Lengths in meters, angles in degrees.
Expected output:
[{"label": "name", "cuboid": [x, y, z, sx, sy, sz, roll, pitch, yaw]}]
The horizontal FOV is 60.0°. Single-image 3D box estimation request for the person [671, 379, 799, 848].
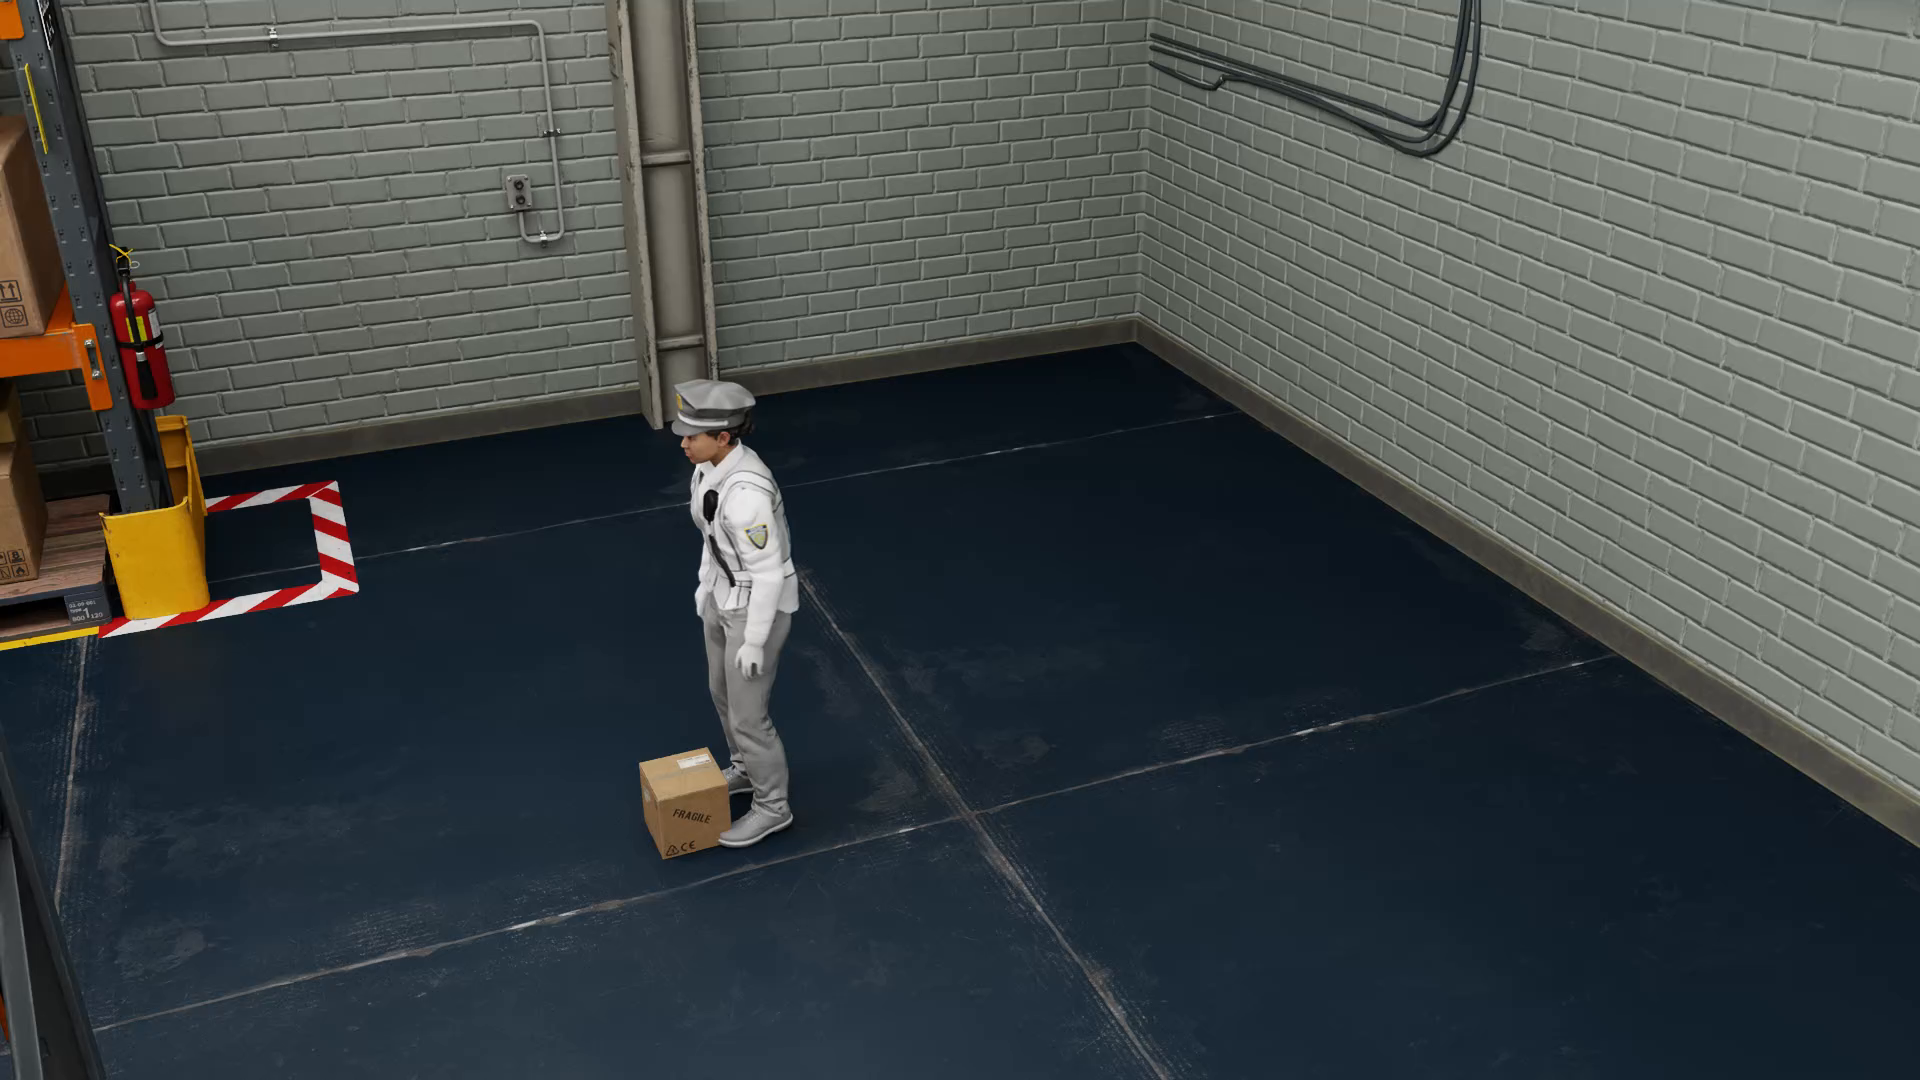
[{"label": "person", "cuboid": [-0.742, 0.245, 5.605, 0.369, 1.666, 0.545, -12, 28, -23]}]
